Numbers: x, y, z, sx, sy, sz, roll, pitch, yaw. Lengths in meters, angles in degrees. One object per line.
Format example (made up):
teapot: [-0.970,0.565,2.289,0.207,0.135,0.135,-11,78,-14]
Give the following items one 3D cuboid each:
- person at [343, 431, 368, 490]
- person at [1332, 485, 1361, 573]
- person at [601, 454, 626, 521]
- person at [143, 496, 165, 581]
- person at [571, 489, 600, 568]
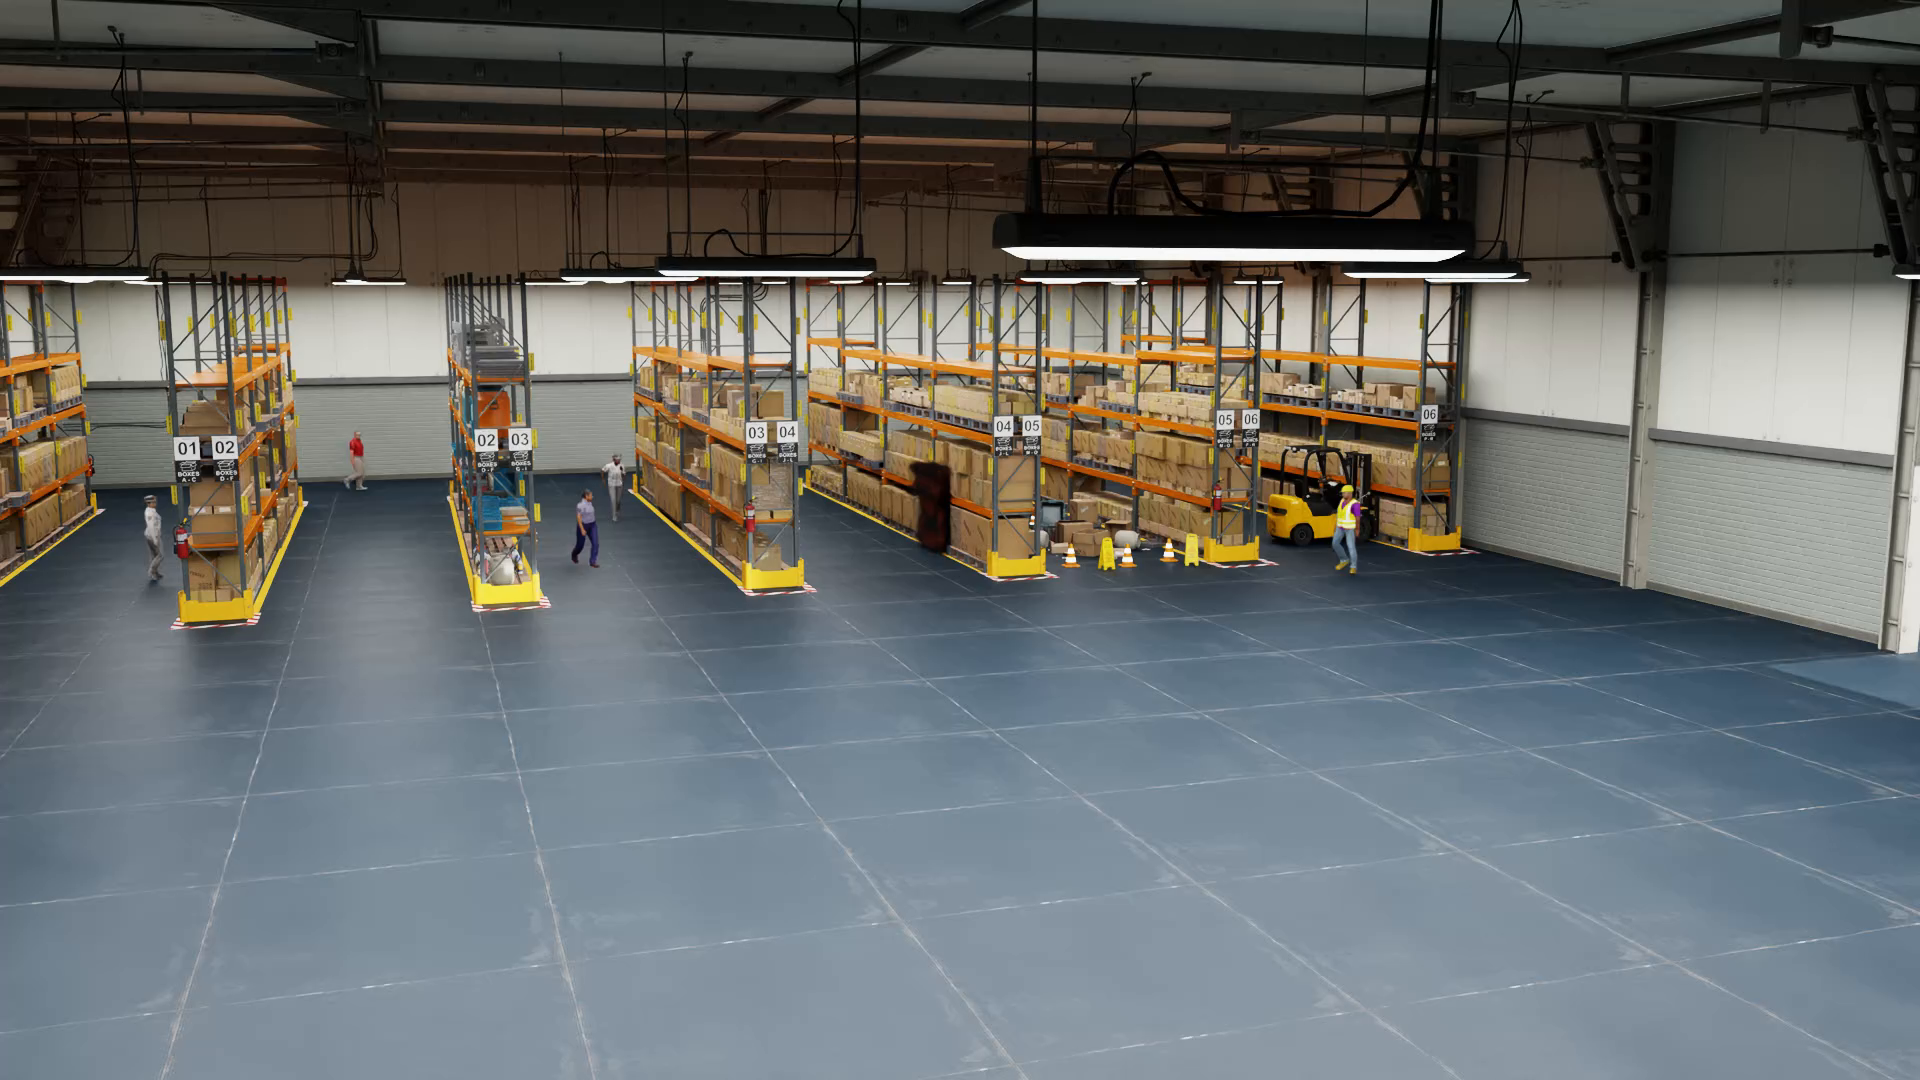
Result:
person: [-17.209,-2.263,47.258,0.637,1.701,0.555,-2,9,-13]
person: [7.862,-0.233,33.654,0.424,1.773,0.627,-6,10,-34]
person: [-8.578,-1.333,41.264,0.625,1.619,1.028,-2,9,-14]
person: [-15.895,-0.031,32.785,0.376,1.669,0.579,-5,10,-31]
person: [-7.754,-0.254,34.361,0.459,1.600,0.846,-6,11,-35]
